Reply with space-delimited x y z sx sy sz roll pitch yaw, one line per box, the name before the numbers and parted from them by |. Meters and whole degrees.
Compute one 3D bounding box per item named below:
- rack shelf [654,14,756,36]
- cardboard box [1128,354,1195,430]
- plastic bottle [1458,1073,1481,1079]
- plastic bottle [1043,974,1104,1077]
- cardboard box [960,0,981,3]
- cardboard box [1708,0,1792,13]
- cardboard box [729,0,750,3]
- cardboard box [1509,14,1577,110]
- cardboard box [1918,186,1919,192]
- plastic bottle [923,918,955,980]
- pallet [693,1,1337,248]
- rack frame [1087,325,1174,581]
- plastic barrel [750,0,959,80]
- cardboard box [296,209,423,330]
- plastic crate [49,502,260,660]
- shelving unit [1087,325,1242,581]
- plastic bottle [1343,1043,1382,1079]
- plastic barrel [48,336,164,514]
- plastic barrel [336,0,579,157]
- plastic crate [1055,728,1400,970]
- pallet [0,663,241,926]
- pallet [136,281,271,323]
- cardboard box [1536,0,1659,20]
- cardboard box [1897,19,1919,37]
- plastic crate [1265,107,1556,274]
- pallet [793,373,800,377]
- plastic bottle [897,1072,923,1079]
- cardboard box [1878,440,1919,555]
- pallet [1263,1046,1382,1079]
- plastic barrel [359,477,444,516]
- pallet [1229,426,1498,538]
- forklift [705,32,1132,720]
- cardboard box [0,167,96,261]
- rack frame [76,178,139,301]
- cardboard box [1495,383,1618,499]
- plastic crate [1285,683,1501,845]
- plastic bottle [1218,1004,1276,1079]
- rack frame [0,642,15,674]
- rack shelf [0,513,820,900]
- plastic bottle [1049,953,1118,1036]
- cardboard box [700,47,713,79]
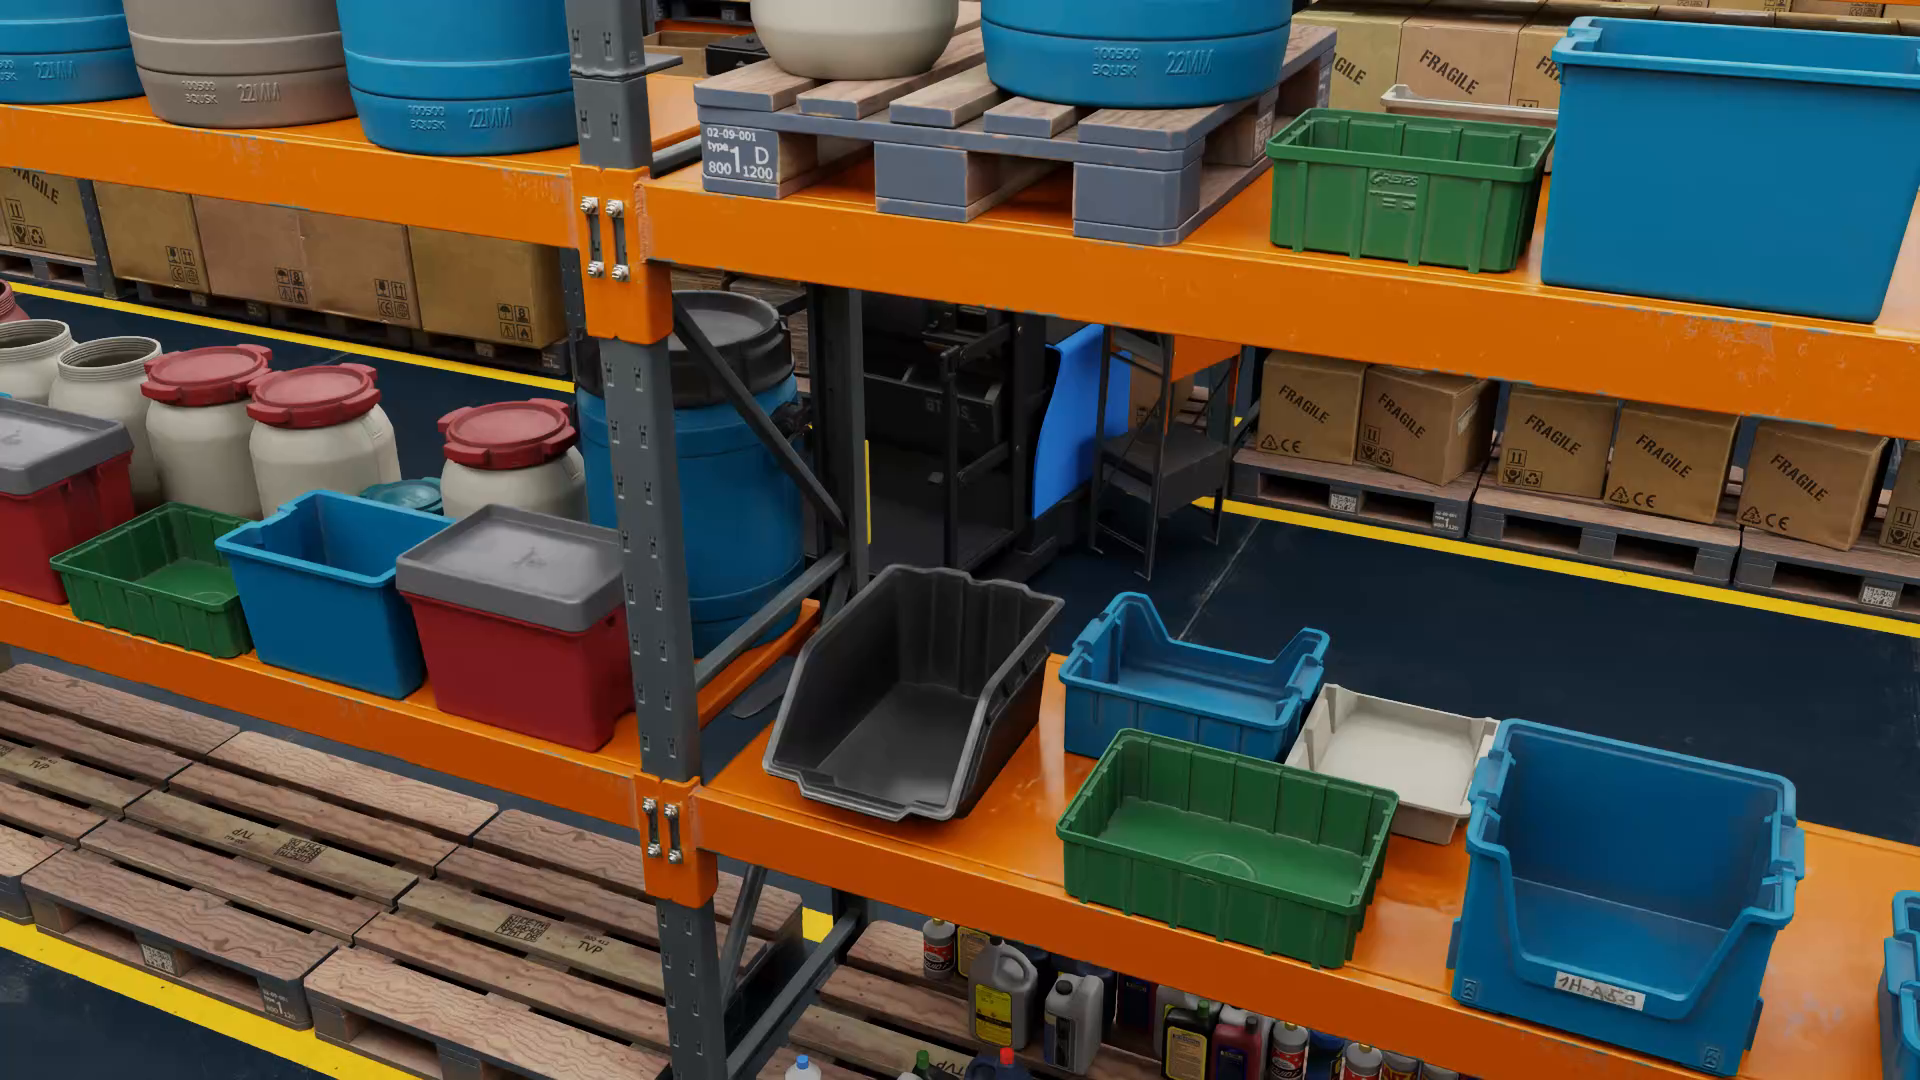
rack shelf | -1.789 -4.518 14.846 4.000 0.370 1.077 11 28 22
cardboard box | 0.977 -0.965 9.146 0.500 0.500 0.700 9 28 18
plastic bottle | 1.398 1.470 4.445 0.133 0.283 0.061 12 29 23
plastic bottle | 0.319 1.349 4.700 0.135 0.276 0.152 11 28 22
cardboard box | 0.328 -4.330 13.535 0.500 0.500 0.500 12 29 22
cardboard box | 5.463 -3.913 11.409 0.500 0.550 0.875 11 28 22
cardboard box | -1.773 -4.693 14.195 0.250 0.149 0.380 12 29 23
cardboard box | 2.742 -2.028 7.392 0.500 0.500 0.500 11 28 22
cardboard box | 4.174 -1.370 7.187 0.500 0.500 0.875 11 28 22
plastic bottle | -0.064 1.222 5.041 0.097 0.201 0.097 0 26 0
pallet | 0.174 -0.945 3.592 1.003 0.211 1.213 11 28 22
rack frame | 0.782 -0.776 7.412 0.015 2.100 0.400 -25 41 -35
plastic barrel | -0.212 -1.203 3.300 0.421 0.512 0.421 0 26 0
cardboard box | -3.542 -2.035 10.918 0.875 0.875 1.225 11 28 22
plastic crate | -2.225 0.113 4.864 0.662 0.188 0.450 11 28 22
shelving unit | 0.963 -0.860 7.552 0.503 2.100 0.431 -25 41 -35
plastic bottle | 1.104 1.457 4.565 0.097 0.201 0.097 0 26 0
plastic barrel | -2.756 -0.379 5.497 0.421 0.512 0.421 0 26 0
plastic barrel | -1.076 -1.353 3.639 0.708 0.901 0.600 11 28 22
plastic crate | 0.596 0.680 3.713 0.662 0.188 0.450 11 28 22
pallet | -3.475 0.900 6.183 1.213 0.211 1.003 11 28 22
pallet | -5.021 -1.869 11.807 1.213 0.211 1.003 11 28 22
cardboard box | 2.961 -2.241 7.823 0.500 0.500 0.500 11 28 22
cardboard box | 4.328 -1.968 7.270 0.500 0.500 0.500 11 28 22
plastic crate | 0.801 -0.629 2.976 0.450 0.188 0.336 11 28 22
pallet | -1.403 -1.105 10.256 1.213 0.211 1.003 11 28 22
plastic bottle | -0.109 1.531 4.331 0.135 0.276 0.152 12 29 24
cardboard box | 4.607 -0.225 7.665 0.500 0.500 0.500 17 31 31
pallet | 1.186 1.836 4.281 1.213 0.211 1.003 11 28 22
plastic barrel | -1.664 -0.018 5.048 0.301 0.262 0.301 0 26 0
pallet | 2.153 -0.409 8.841 1.213 0.211 1.003 11 28 22
forklift | -0.326 -1.079 7.123 1.130 2.935 3.031 15 30 28
cardboard box | -6.323 -2.619 12.103 0.875 0.875 0.875 11 28 22
rack frame | -5.755 -3.231 11.416 0.127 3.000 1.000 11 28 22
cardboard box | 2.997 -0.562 8.351 0.500 0.500 0.500 9 28 17
plastic crate | 1.060 0.537 4.063 0.437 0.136 0.530 11 28 22
plastic bottle | 0.798 1.375 4.646 0.135 0.276 0.152 12 29 23
rack frame | -4.164 -0.508 5.886 0.127 3.000 1.000 11 28 22
rack shelf | -2.343 0.180 5.302 4.000 0.370 1.077 11 28 22
plastic bottle | 0.357 1.251 4.813 0.185 0.351 0.144 10 28 19
cardboard box | -1.056 -2.588 9.523 0.500 0.500 0.700 16 30 29
